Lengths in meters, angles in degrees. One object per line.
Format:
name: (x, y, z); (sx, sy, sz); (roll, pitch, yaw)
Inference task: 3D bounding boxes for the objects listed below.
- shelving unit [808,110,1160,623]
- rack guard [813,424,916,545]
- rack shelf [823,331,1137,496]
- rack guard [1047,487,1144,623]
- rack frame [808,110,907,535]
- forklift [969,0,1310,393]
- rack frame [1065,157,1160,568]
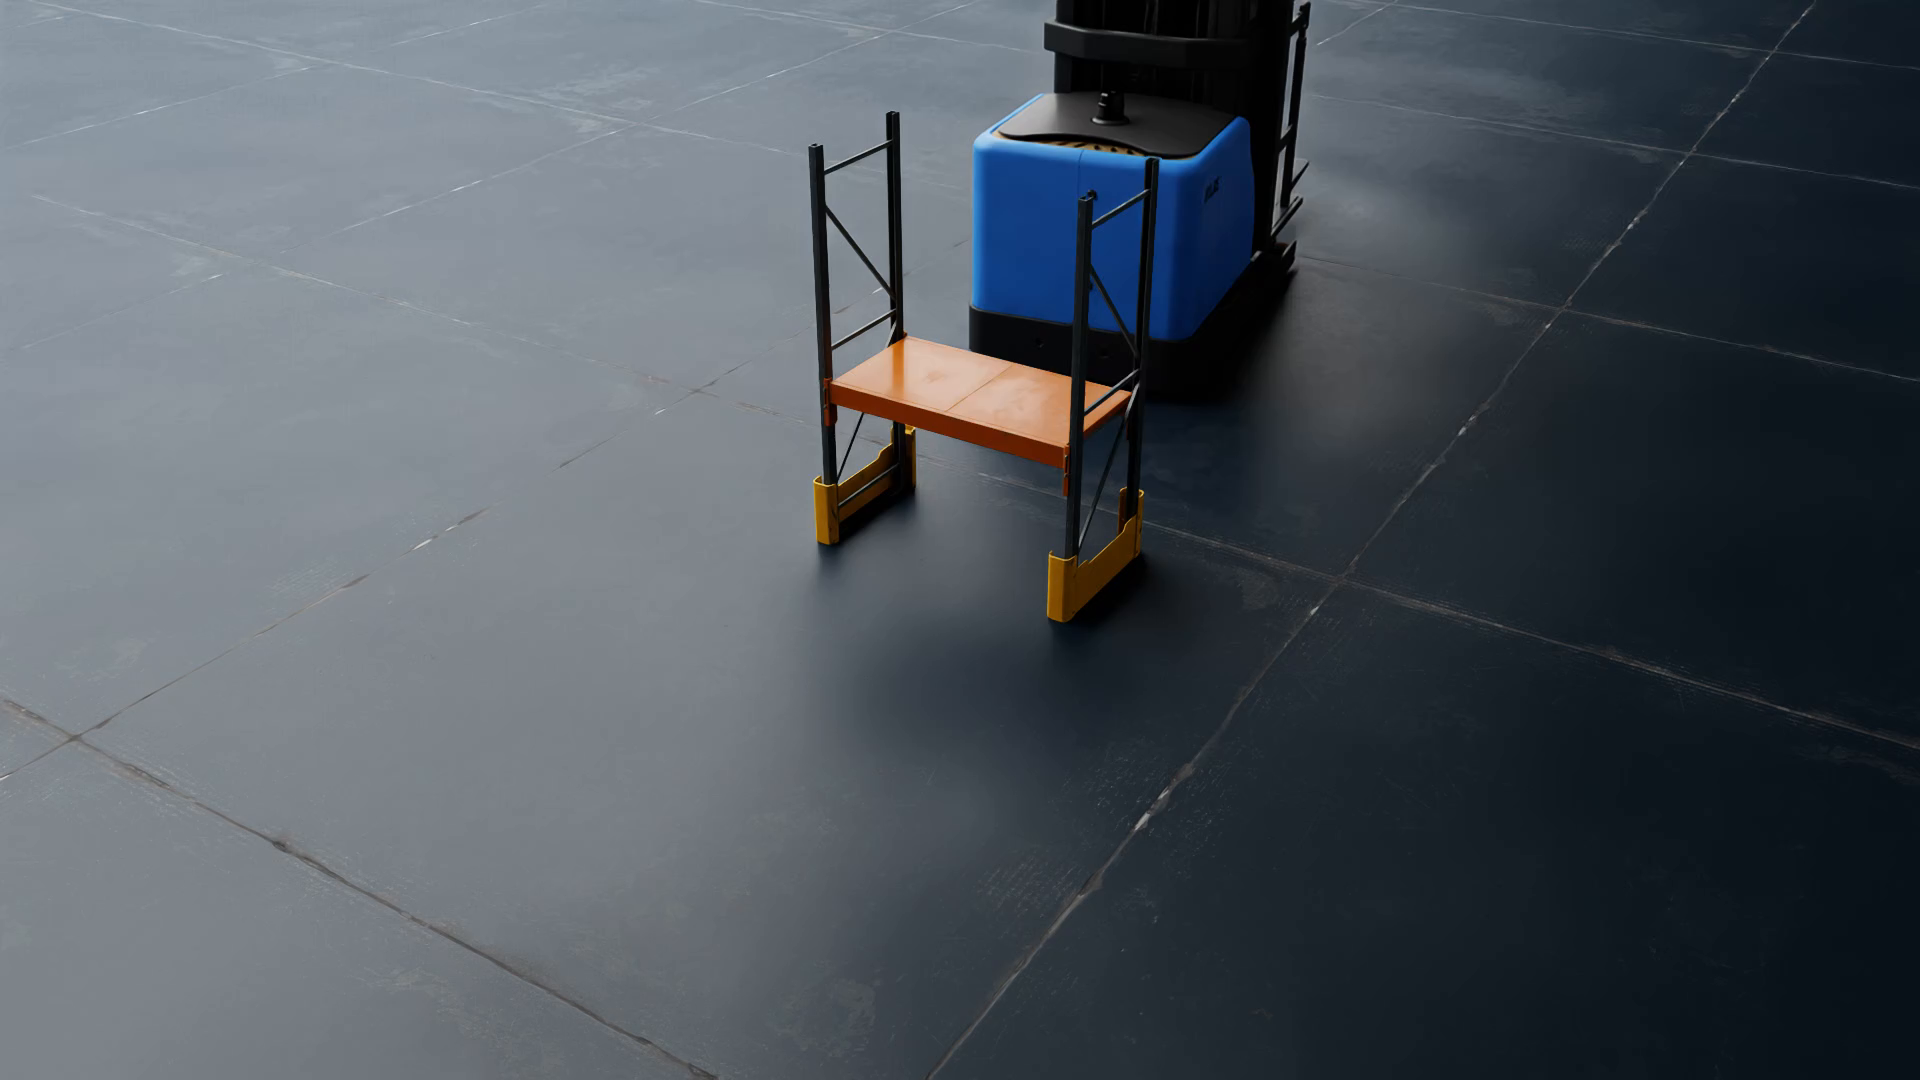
shelving unit: (0.065, -0.627, 5.837); (1.083, 1.500, 0.587); (18, 35, 27)
rack guard: (-0.357, -0.221, 6.381); (0.087, 0.250, 0.587); (18, 35, 27)
rack shelf: (0.072, -0.470, 5.924); (1.000, 0.185, 0.538); (18, 35, 27)
rack guard: (0.486, 0.046, 5.923); (0.087, 0.250, 0.587); (18, 35, 27)
rack frame: (-0.358, -0.761, 6.066); (0.032, 1.500, 0.500); (18, 35, 27)
forklift: (1.090, -2.628, 7.845); (1.130, 2.935, 3.031); (12, 32, 20)
rack frame: (0.503, -0.489, 5.599); (0.032, 1.500, 0.500); (18, 35, 27)
